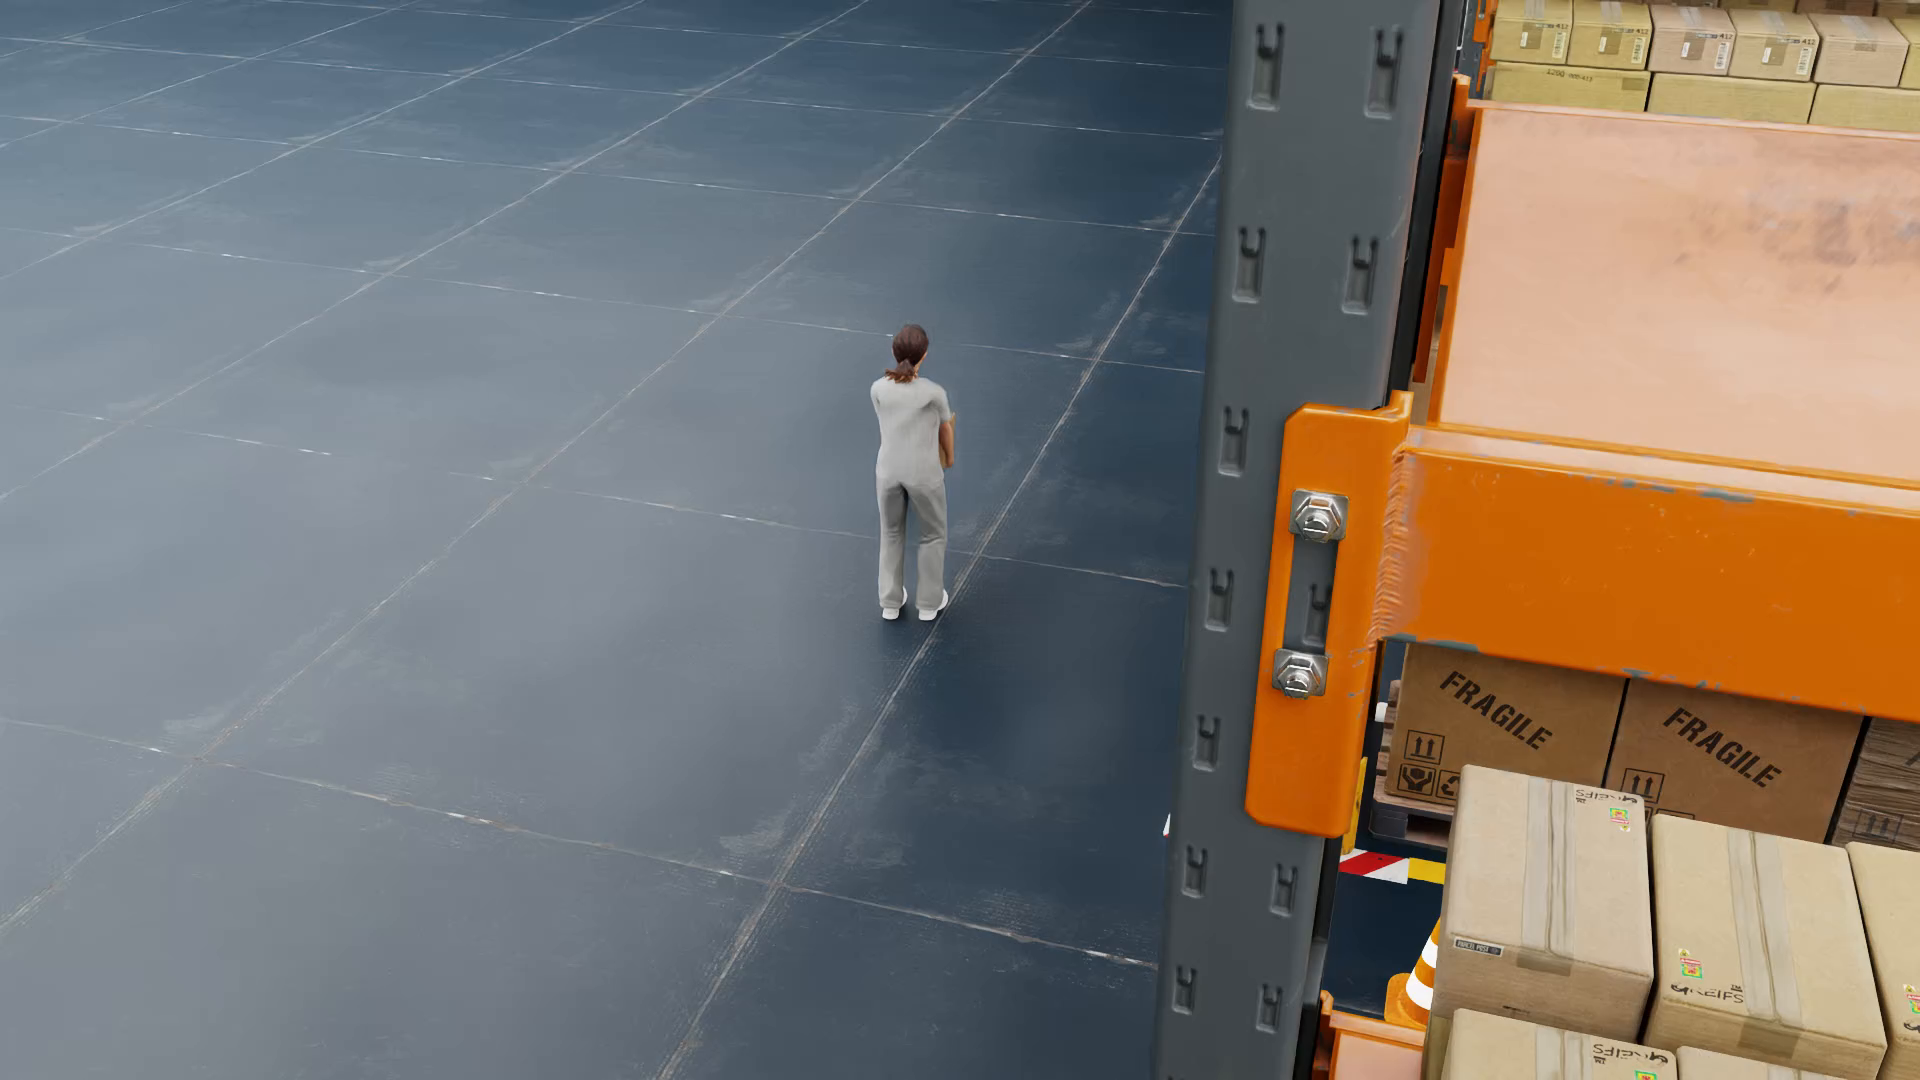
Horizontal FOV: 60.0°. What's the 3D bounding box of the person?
[{"bbox_3d":[-0.243,-0.367,8.800,0.410,1.664,0.508,8,30,14],"label":"person"}]
